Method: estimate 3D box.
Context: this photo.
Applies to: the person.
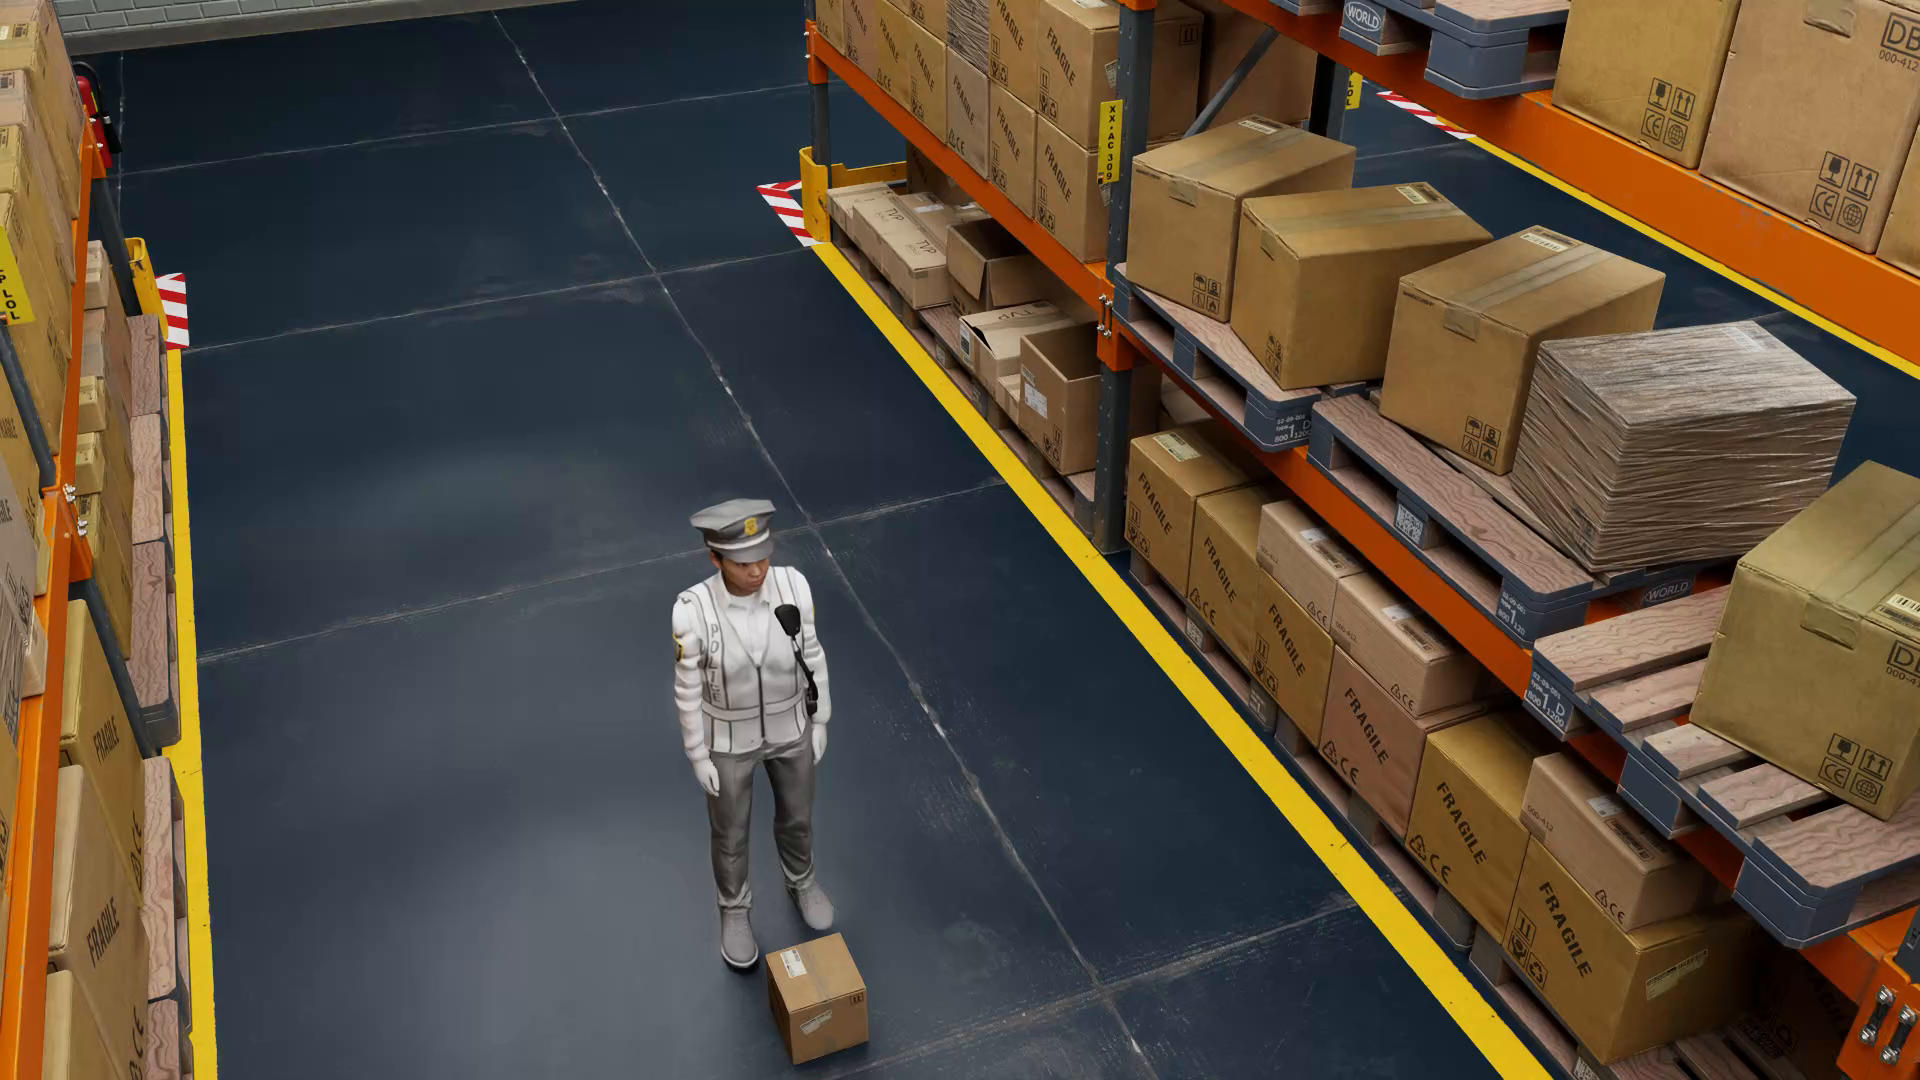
[{"bbox_3d":[-0.623,0.617,5.212,0.468,1.683,0.336,-12,36,-18],"label":"person"}]
